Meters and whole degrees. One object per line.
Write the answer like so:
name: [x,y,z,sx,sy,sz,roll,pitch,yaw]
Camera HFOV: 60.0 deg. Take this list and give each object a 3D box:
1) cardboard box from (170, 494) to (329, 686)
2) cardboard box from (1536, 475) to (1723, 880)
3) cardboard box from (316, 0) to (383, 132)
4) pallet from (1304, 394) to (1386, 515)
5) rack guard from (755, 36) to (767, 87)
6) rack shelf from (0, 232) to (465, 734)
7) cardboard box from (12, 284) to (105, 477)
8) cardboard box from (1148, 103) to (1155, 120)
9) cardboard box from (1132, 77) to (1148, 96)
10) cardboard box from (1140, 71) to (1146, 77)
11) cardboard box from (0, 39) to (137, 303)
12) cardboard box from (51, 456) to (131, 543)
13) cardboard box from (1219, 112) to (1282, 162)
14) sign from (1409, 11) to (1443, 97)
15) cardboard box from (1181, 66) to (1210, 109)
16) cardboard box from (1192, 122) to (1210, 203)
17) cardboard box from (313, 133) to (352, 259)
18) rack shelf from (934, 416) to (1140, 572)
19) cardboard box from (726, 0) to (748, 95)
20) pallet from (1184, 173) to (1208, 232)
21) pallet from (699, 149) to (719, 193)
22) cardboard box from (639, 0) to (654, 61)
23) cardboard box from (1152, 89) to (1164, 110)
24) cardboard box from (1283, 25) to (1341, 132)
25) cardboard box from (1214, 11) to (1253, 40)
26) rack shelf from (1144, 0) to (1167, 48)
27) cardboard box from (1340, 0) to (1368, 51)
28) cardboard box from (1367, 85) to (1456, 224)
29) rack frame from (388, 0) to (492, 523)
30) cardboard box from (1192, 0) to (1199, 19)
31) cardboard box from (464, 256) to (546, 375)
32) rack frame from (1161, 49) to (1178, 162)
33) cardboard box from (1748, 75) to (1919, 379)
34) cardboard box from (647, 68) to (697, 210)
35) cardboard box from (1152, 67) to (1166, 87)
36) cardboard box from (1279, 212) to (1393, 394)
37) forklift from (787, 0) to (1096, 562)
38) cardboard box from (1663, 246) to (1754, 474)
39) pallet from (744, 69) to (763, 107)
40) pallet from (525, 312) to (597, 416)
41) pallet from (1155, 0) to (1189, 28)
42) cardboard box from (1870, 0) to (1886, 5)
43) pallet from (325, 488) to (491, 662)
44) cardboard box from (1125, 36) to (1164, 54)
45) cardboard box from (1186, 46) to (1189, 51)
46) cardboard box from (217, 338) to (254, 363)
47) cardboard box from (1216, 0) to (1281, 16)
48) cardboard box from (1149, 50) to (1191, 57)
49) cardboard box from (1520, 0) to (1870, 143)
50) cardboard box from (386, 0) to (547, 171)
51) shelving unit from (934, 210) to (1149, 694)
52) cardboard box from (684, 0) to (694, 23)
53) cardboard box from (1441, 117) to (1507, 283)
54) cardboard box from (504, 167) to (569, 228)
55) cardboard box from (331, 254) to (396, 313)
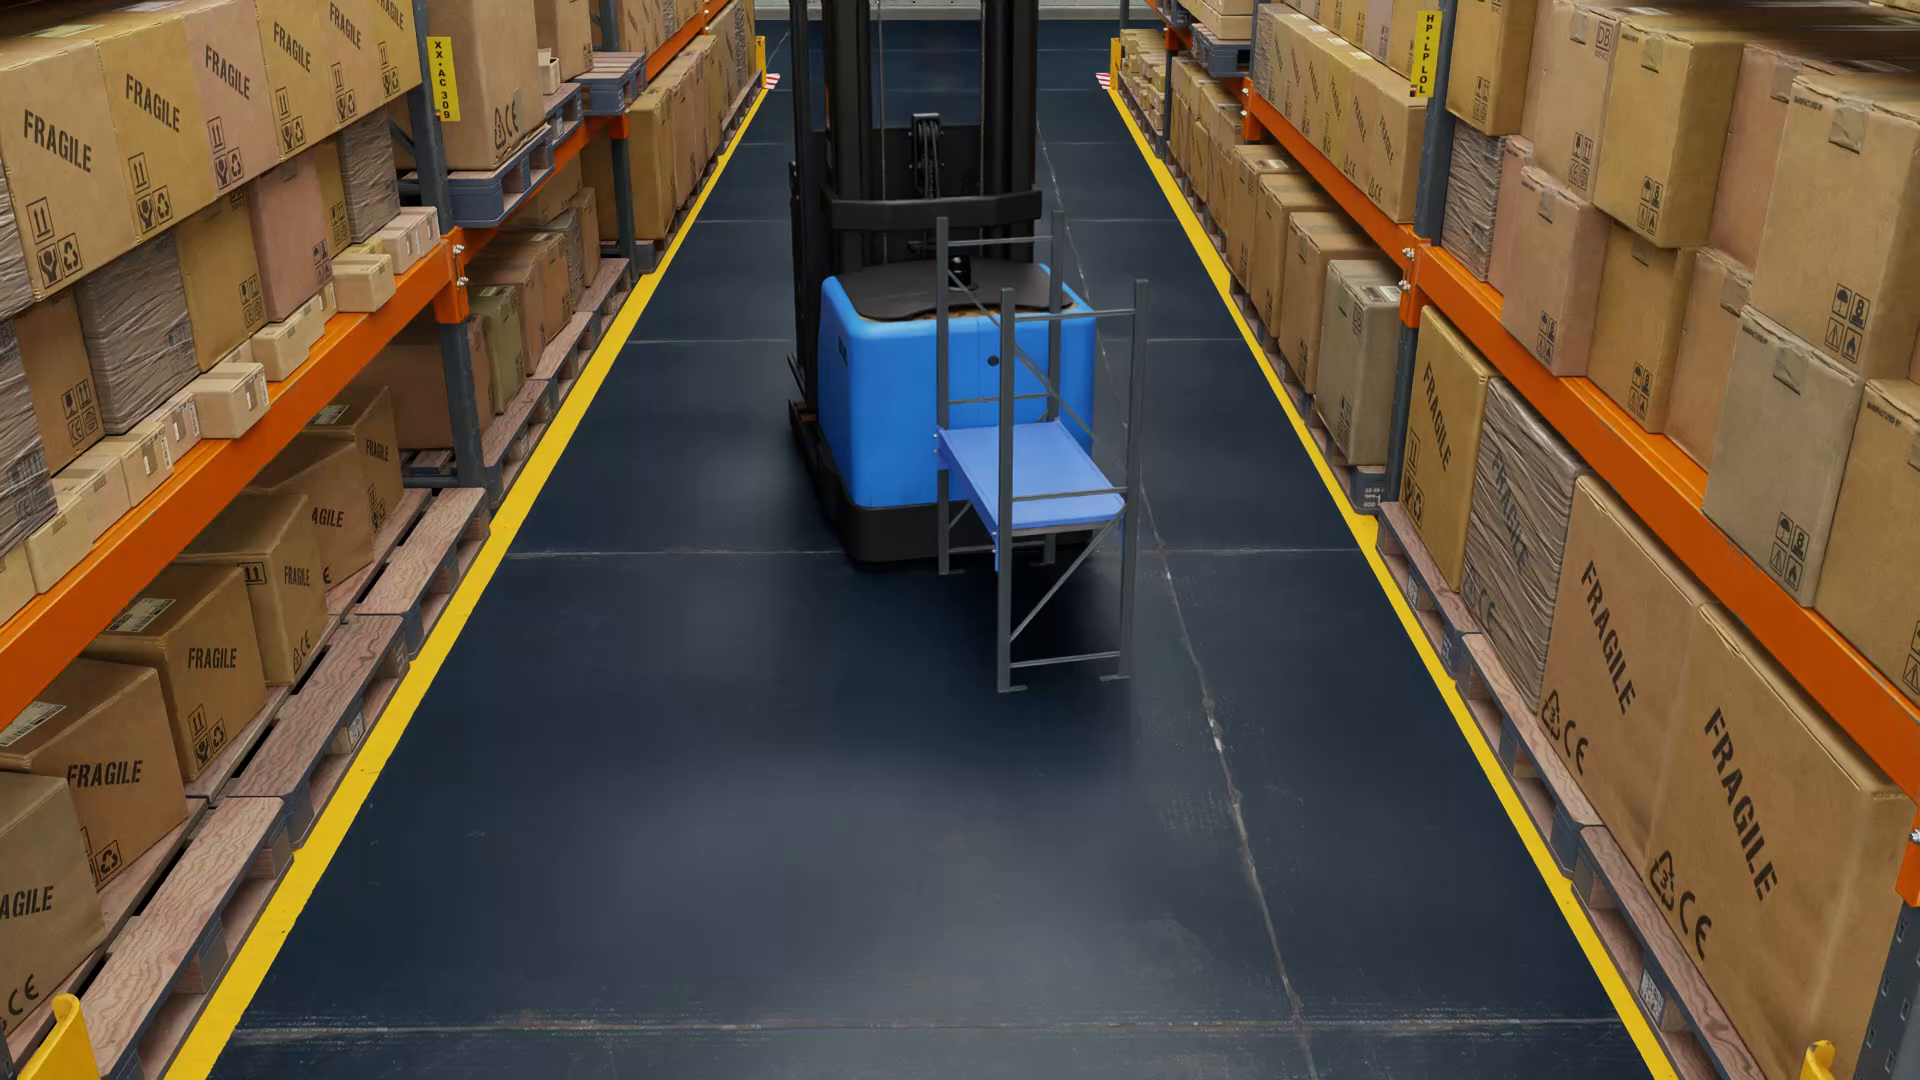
cardboard box: [-2.534,0.175,5.747,0.500,0.500,0.500,-2,24,-5]
cardboard box: [2.322,0.374,4.853,0.875,0.875,0.875,-1,24,-1]
cardboard box: [-2.310,-1.676,5.619,0.500,0.500,0.500,0,24,-1]
pallet: [2.280,-0.457,8.004,1.003,0.211,1.213,0,24,-1]
rack guard: [-2.728,-5.245,18.240,1.175,0.500,0.348,0,24,-1]
rack shelf: [-2.575,-0.277,5.096,1.077,0.370,4.000,0,24,-1]
cardboard box: [-2.658,-0.394,3.999,0.875,0.500,0.500,0,24,-1]
cardboard box: [1.945,-3.975,15.348,0.380,0.149,0.250,-1,24,-2]
cardboard box: [1.919,-4.506,16.523,0.380,0.149,0.250,-1,24,-3]
cardboard box: [2.011,-4.737,16.672,0.380,0.149,0.250,-1,24,-3]
cardboard box: [-2.286,-0.851,3.797,0.500,0.500,0.500,0,24,-1]
cardboard box: [-2.313,-0.094,4.123,0.380,0.149,0.250,0,24,-1]
cardboard box: [2.050,-2.733,11.266,0.500,0.250,0.500,-1,24,-2]
sign: [1.821,-1.895,6.490,0.100,0.325,0.005,0,24,-1]
cardboard box: [2.028,-3.575,13.129,0.500,0.250,0.500,0,24,1]
cardboard box: [2.027,-2.812,12.352,0.500,0.500,0.500,-1,24,-3]
cardboard box: [-2.684,-1.218,5.821,0.875,0.500,0.500,0,24,-1]
rack shelf: [0.266,-0.195,6.298,0.538,0.185,1.000,-5,25,-12]
cardboard box: [-2.631,-4.959,16.643,0.875,0.875,0.875,0,24,-1]
pallet: [2.302,-2.611,12.767,1.003,0.211,1.213,0,24,-1]
pallet: [-2.601,-3.137,13.931,1.003,0.211,1.213,0,24,-1]
cardboard box: [-2.382,-3.537,11.309,0.500,0.500,0.500,-1,24,-2]
cardboard box: [1.940,-3.974,14.986,0.380,0.149,0.250,-1,24,-3]
cardboard box: [2.068,-2.500,9.016,0.500,0.500,0.500,0,24,-1]
cardboard box: [1.855,-3.336,10.781,0.380,0.149,0.250,0,24,0]
rack shelf: [2.254,-5.203,15.986,1.077,0.370,4.000,0,24,-1]
cardboard box: [2.335,-2.744,8.342,0.700,0.500,0.500,0,24,-1]
cardboard box: [2.090,-1.669,7.179,0.500,0.500,0.500,0,24,-1]
rack frame: [-2.597,-1.429,6.770,1.000,3.000,0.127,0,24,-1]
cardboard box: [1.847,-3.758,11.714,0.380,0.149,0.250,-1,24,-3]
cardboard box: [-2.575,-1.171,8.698,0.700,0.500,0.500,-2,24,-5]
rack frame: [2.276,-4.706,14.016,1.000,3.000,0.127,0,24,-1]
cardboard box: [2.344,-0.701,3.668,0.875,0.550,0.550,0,24,-1]
cardboard box: [-2.630,-2.952,12.207,1.225,0.875,0.875,0,24,0]
cardboard box: [1.960,-4.223,15.175,0.380,0.149,0.250,0,24,-1]
cardboard box: [2.260,-1.229,8.548,1.050,0.750,0.750,0,24,-1]
forklift: [-0.252,-1.825,7.729,1.130,2.935,3.031,-5,25,-11]
cardboard box: [2.449,-0.440,4.402,0.875,0.550,0.550,0,24,-1]
pallet: [-2.641,-4.774,17.550,1.003,0.211,1.213,0,24,-1]
pallet: [-2.623,-0.983,9.168,1.003,0.211,1.213,0,24,-1]
pallet: [2.139,-4.303,13.357,1.003,0.211,1.213,0,24,-1]
cardboard box: [6.968,-4.116,12.286,0.500,0.250,0.500,-1,24,-2]
pallet: [-2.555,0.118,6.733,1.003,0.211,1.213,0,24,-1]
cardboard box: [1.897,-5.083,17.077,0.380,0.149,0.250,0,24,-1]
cardboard box: [2.506,-4.984,16.858,0.380,0.149,0.250,-1,24,-3]
cardboard box: [-2.373,-0.506,5.033,0.380,0.149,0.250,0,24,-1]
cardboard box: [1.859,-3.472,10.721,0.380,0.149,0.250,0,24,1]
cardboard box: [2.031,-4.655,16.131,0.380,0.149,0.250,0,24,0]
cardboard box: [2.455,-1.592,5.637,0.875,0.550,0.550,0,24,-1]
cardboard box: [-2.466,-2.222,7.285,1.000,1.000,1.000,0,24,0]
shelving unit: [0.266,-0.359,6.224,0.538,1.500,1.048,-5,25,-12]
cardboard box: [-2.408,-4.376,13.164,0.500,0.500,0.500,0,24,1]
cardboard box: [2.379,-1.326,6.360,0.875,0.550,0.550,0,24,-1]
cardboard box: [-2.588,-1.986,9.591,0.500,0.250,0.500,2,24,5]
cardboard box: [-2.251,-0.918,5.946,0.380,0.149,0.250,0,24,-1]
